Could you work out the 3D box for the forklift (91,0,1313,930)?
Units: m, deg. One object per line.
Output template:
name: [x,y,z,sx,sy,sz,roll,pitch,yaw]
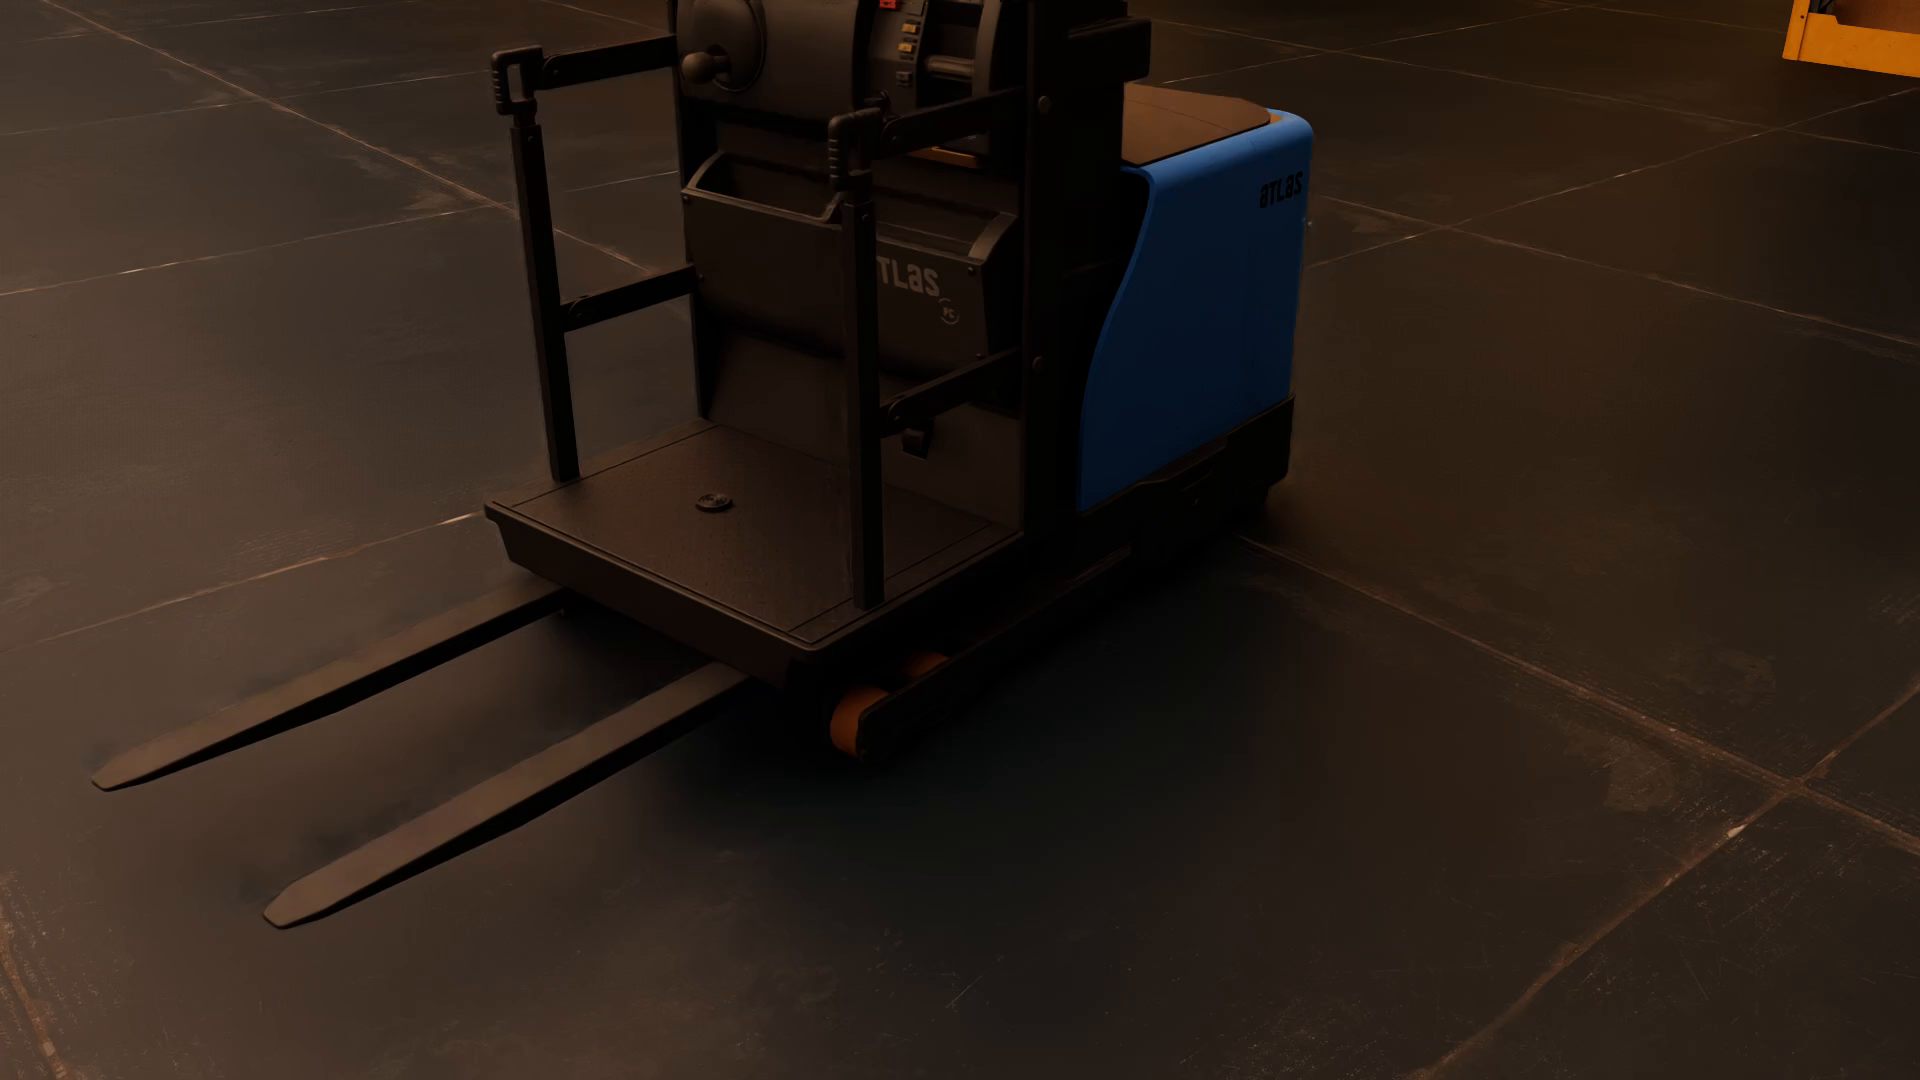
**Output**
forklift: [-0.398,-1.089,3.399,1.130,2.935,3.031,20,33,35]
